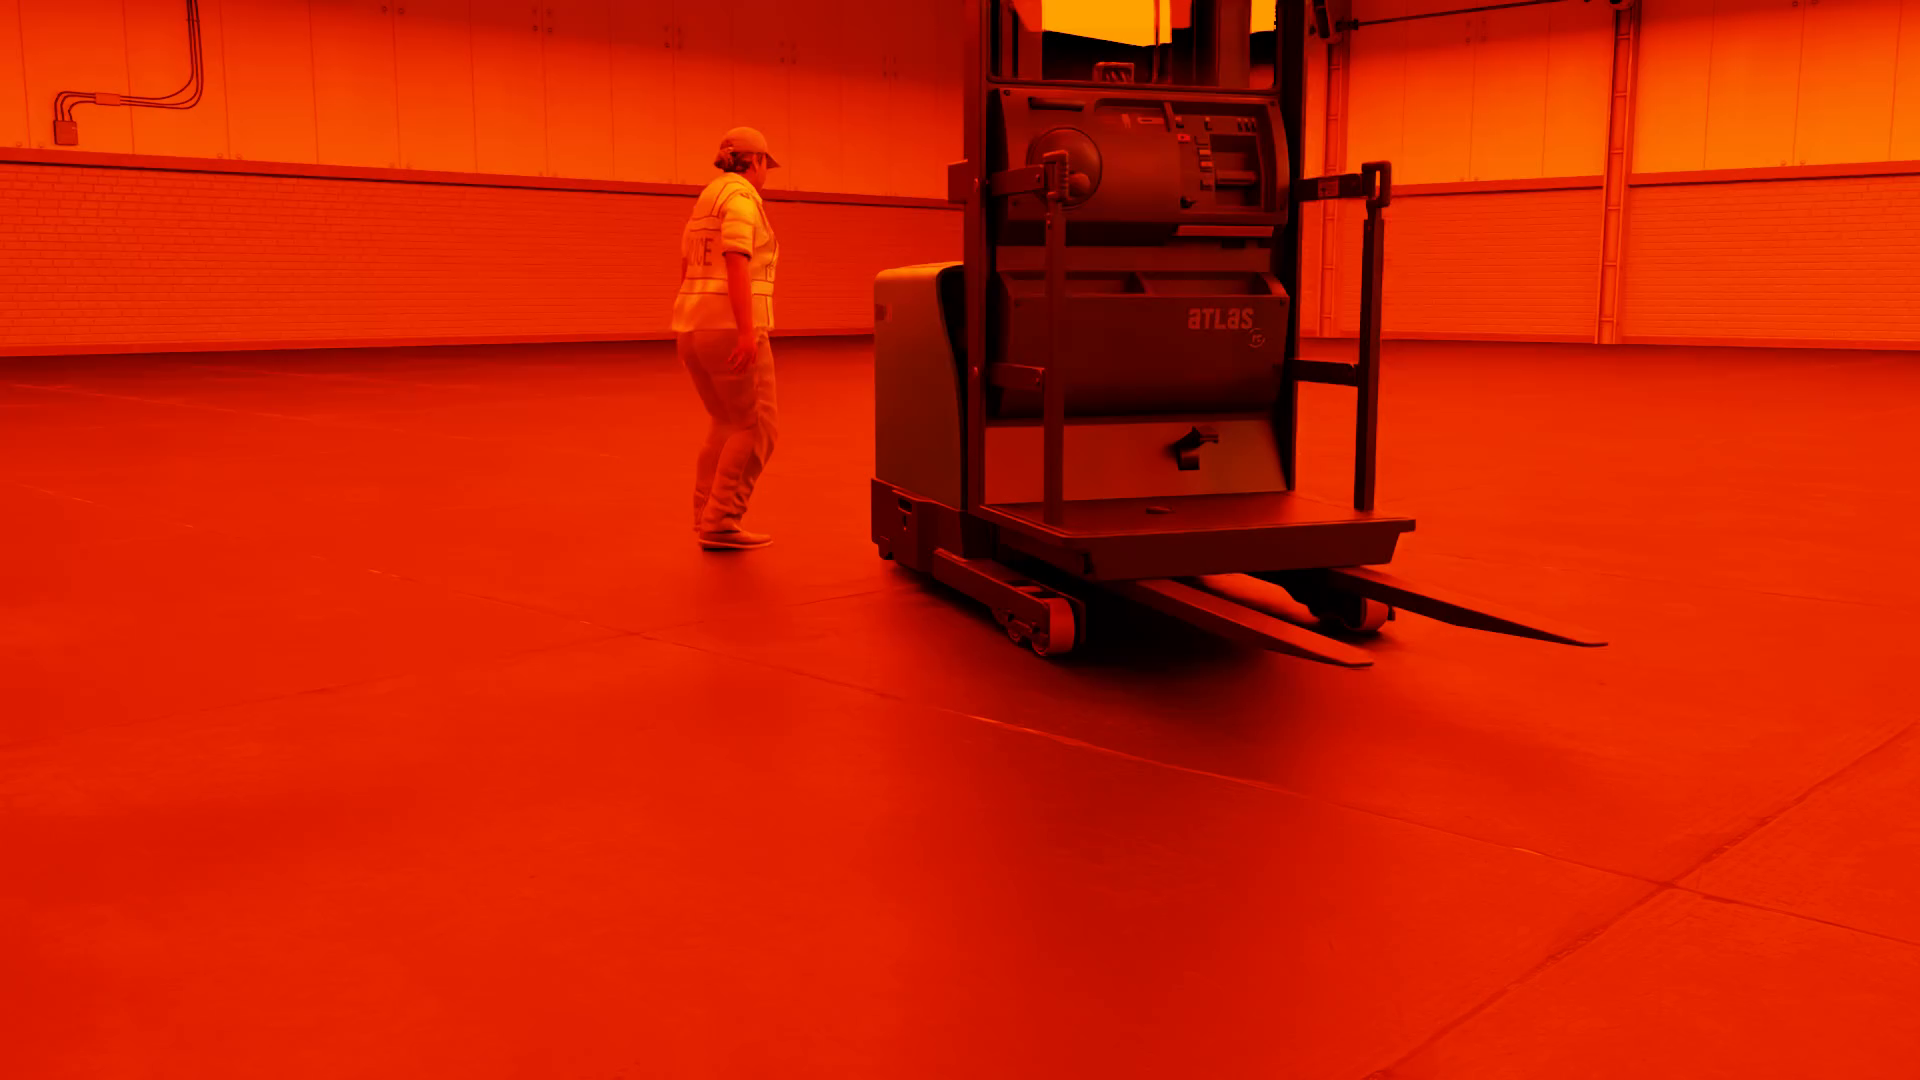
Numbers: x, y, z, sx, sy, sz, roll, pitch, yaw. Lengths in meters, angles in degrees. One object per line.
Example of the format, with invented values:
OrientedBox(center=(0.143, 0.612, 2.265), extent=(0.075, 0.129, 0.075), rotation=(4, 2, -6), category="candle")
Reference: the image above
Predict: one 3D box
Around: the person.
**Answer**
OrientedBox(center=(-0.904, -0.799, 6.578), extent=(0.470, 1.638, 0.811), rotation=(-5, 10, -30), category="person")

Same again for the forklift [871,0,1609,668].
OrientedBox(center=(0.634, -1.196, 4.819), extent=(1.130, 2.935, 3.031), rotation=(-3, 9, -19), category="forklift")
